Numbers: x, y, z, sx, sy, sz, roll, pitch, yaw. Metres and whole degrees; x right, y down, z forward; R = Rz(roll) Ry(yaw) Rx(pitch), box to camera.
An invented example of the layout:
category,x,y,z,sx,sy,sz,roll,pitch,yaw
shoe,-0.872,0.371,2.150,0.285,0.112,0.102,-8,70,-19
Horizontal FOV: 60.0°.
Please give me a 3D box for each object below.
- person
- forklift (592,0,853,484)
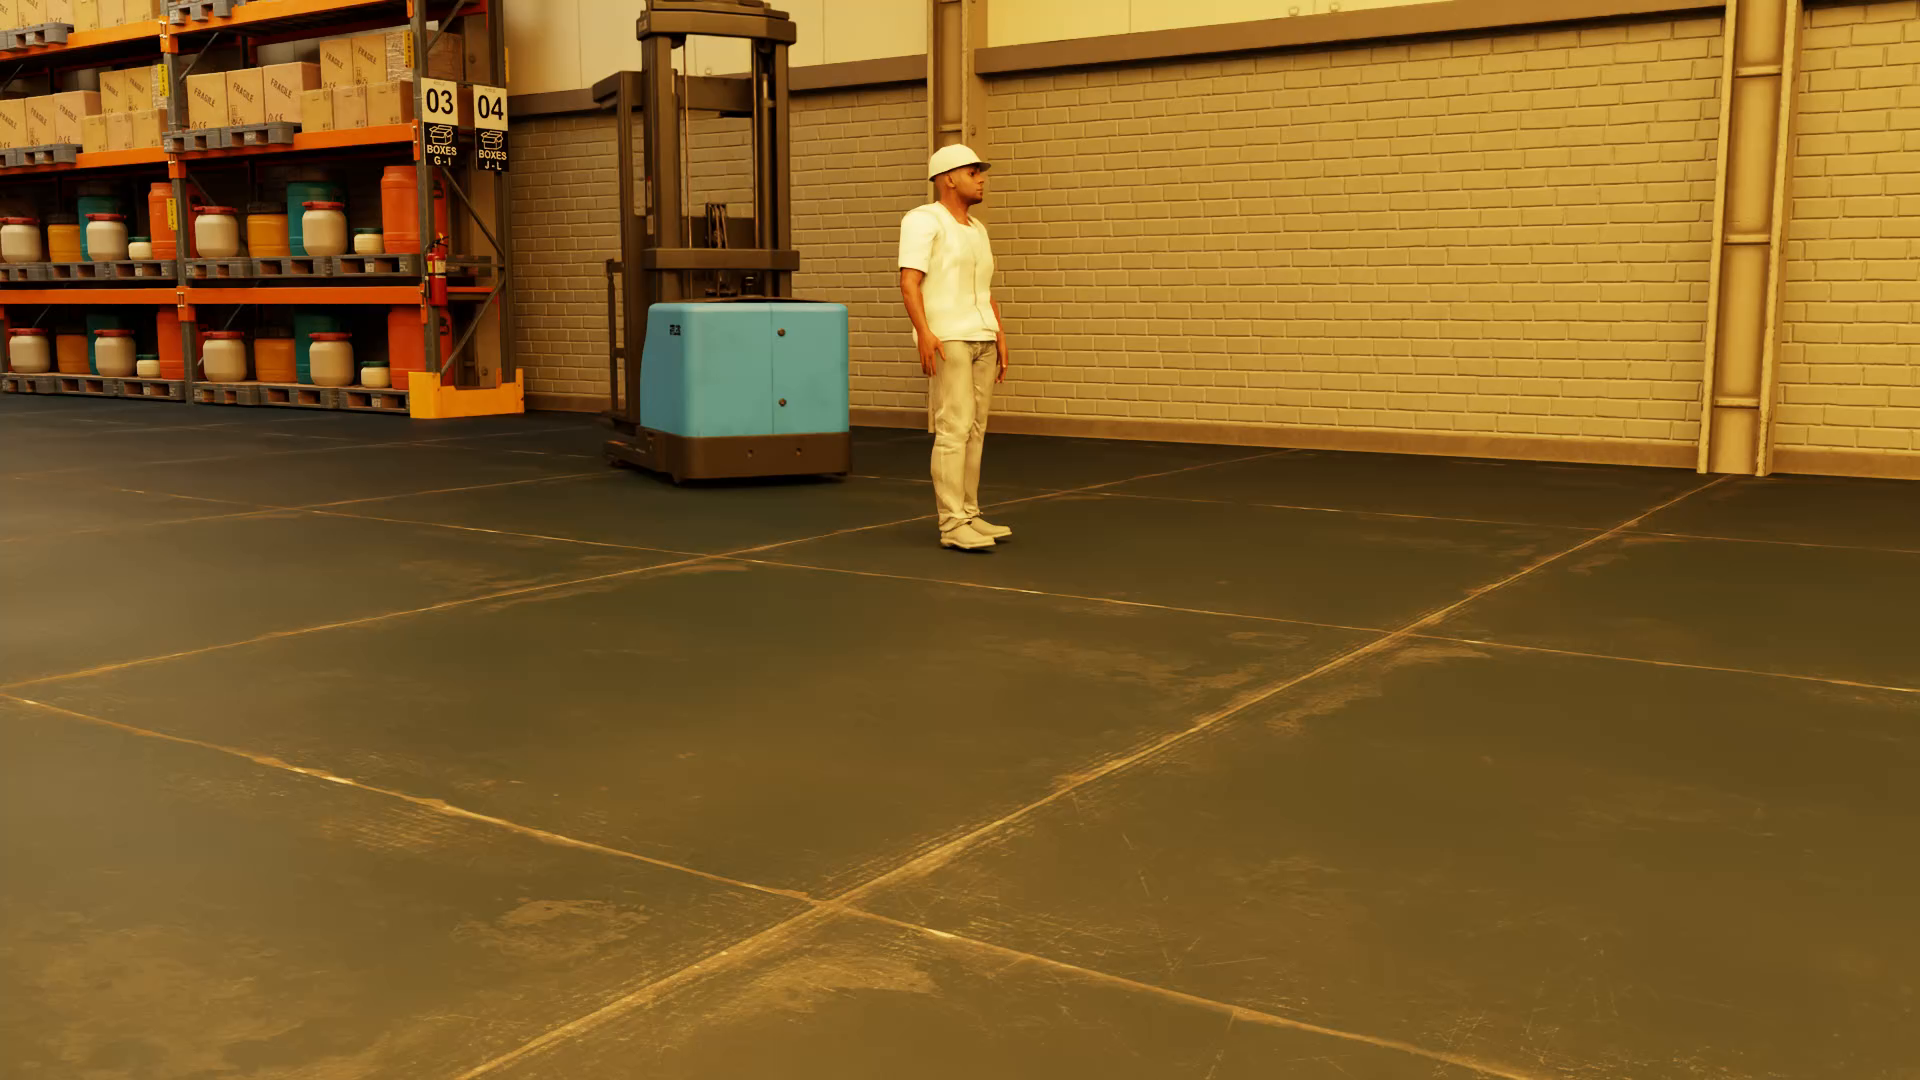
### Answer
category,x,y,z,sx,sy,sz,roll,pitch,yaw
person,0.055,-0.875,7.435,0.575,1.768,0.665,5,10,34
forklift,-1.739,-1.949,10.896,1.130,2.935,3.031,-4,9,-25
